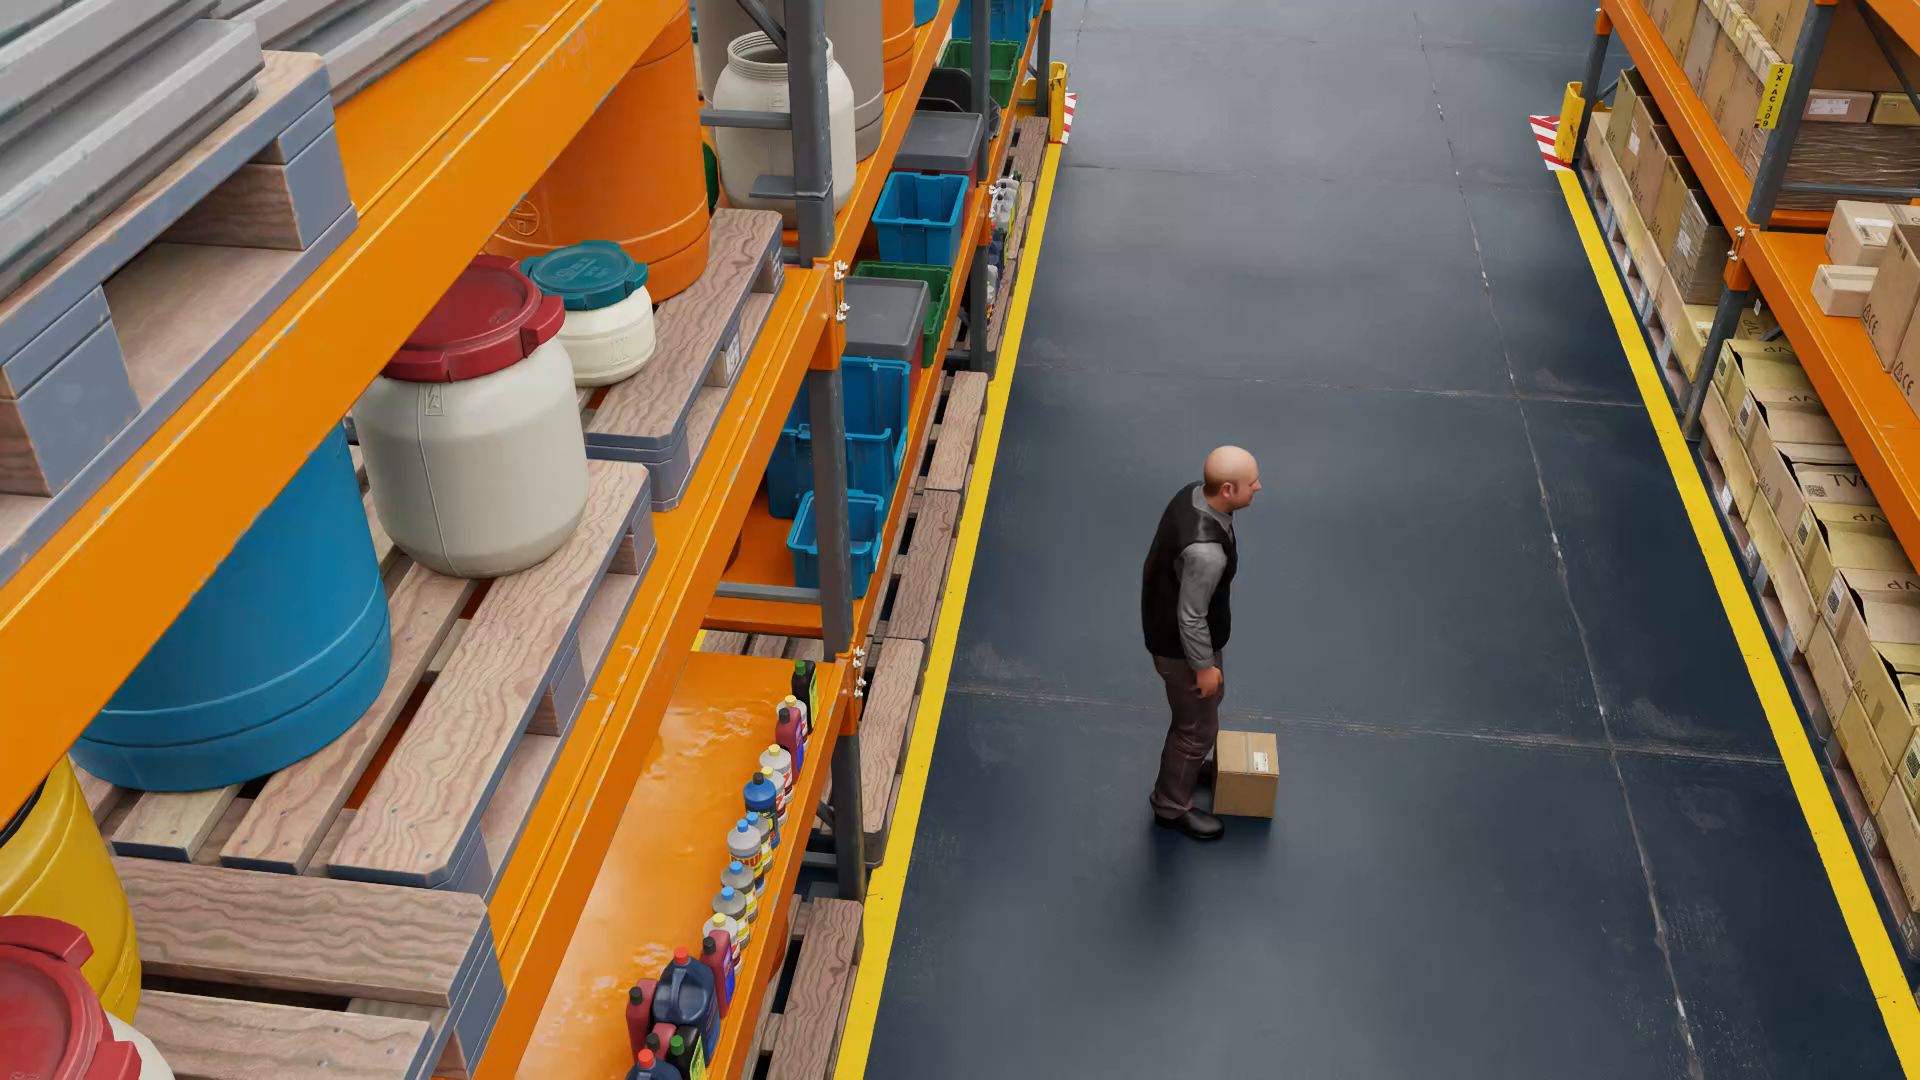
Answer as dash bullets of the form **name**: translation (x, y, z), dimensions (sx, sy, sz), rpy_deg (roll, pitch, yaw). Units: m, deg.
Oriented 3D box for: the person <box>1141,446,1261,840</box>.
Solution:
- **person**: translation (0.935, 0.373, 6.558), dimensions (0.460, 1.721, 0.580), rpy_deg (5, 36, 6)
